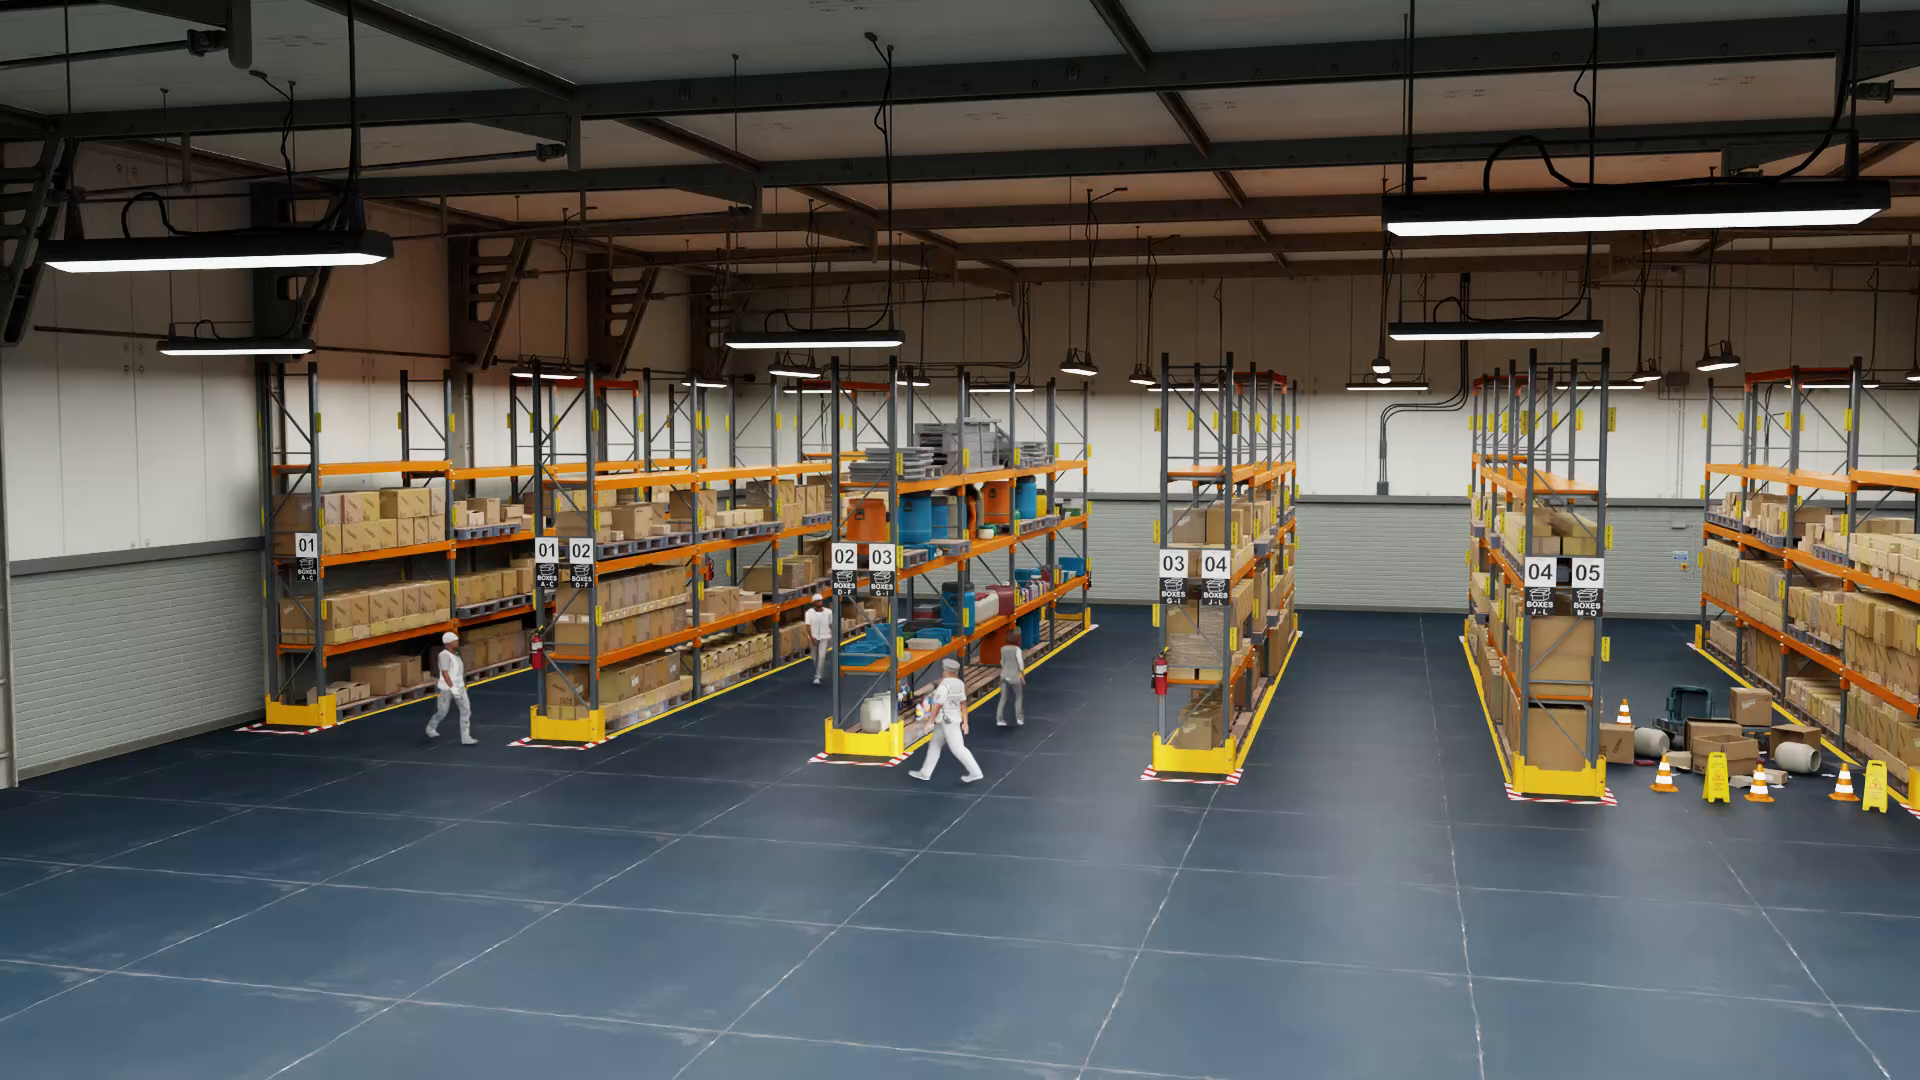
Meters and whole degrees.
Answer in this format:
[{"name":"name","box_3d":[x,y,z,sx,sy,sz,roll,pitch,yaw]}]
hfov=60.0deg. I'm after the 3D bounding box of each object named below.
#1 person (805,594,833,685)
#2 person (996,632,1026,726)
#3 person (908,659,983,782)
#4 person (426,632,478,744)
[{"name":"person","box_3d":[-2.715,1.889,31.936,0.556,1.709,0.963,1,4,7]},{"name":"person","box_3d":[0.874,2.323,27.454,0.537,1.632,0.716,3,5,40]},{"name":"person","box_3d":[-0.203,2.508,23.074,1.036,1.729,0.526,0,4,-2]},{"name":"person","box_3d":[-7.966,2.310,25.970,0.985,1.747,0.485,3,5,37]}]
